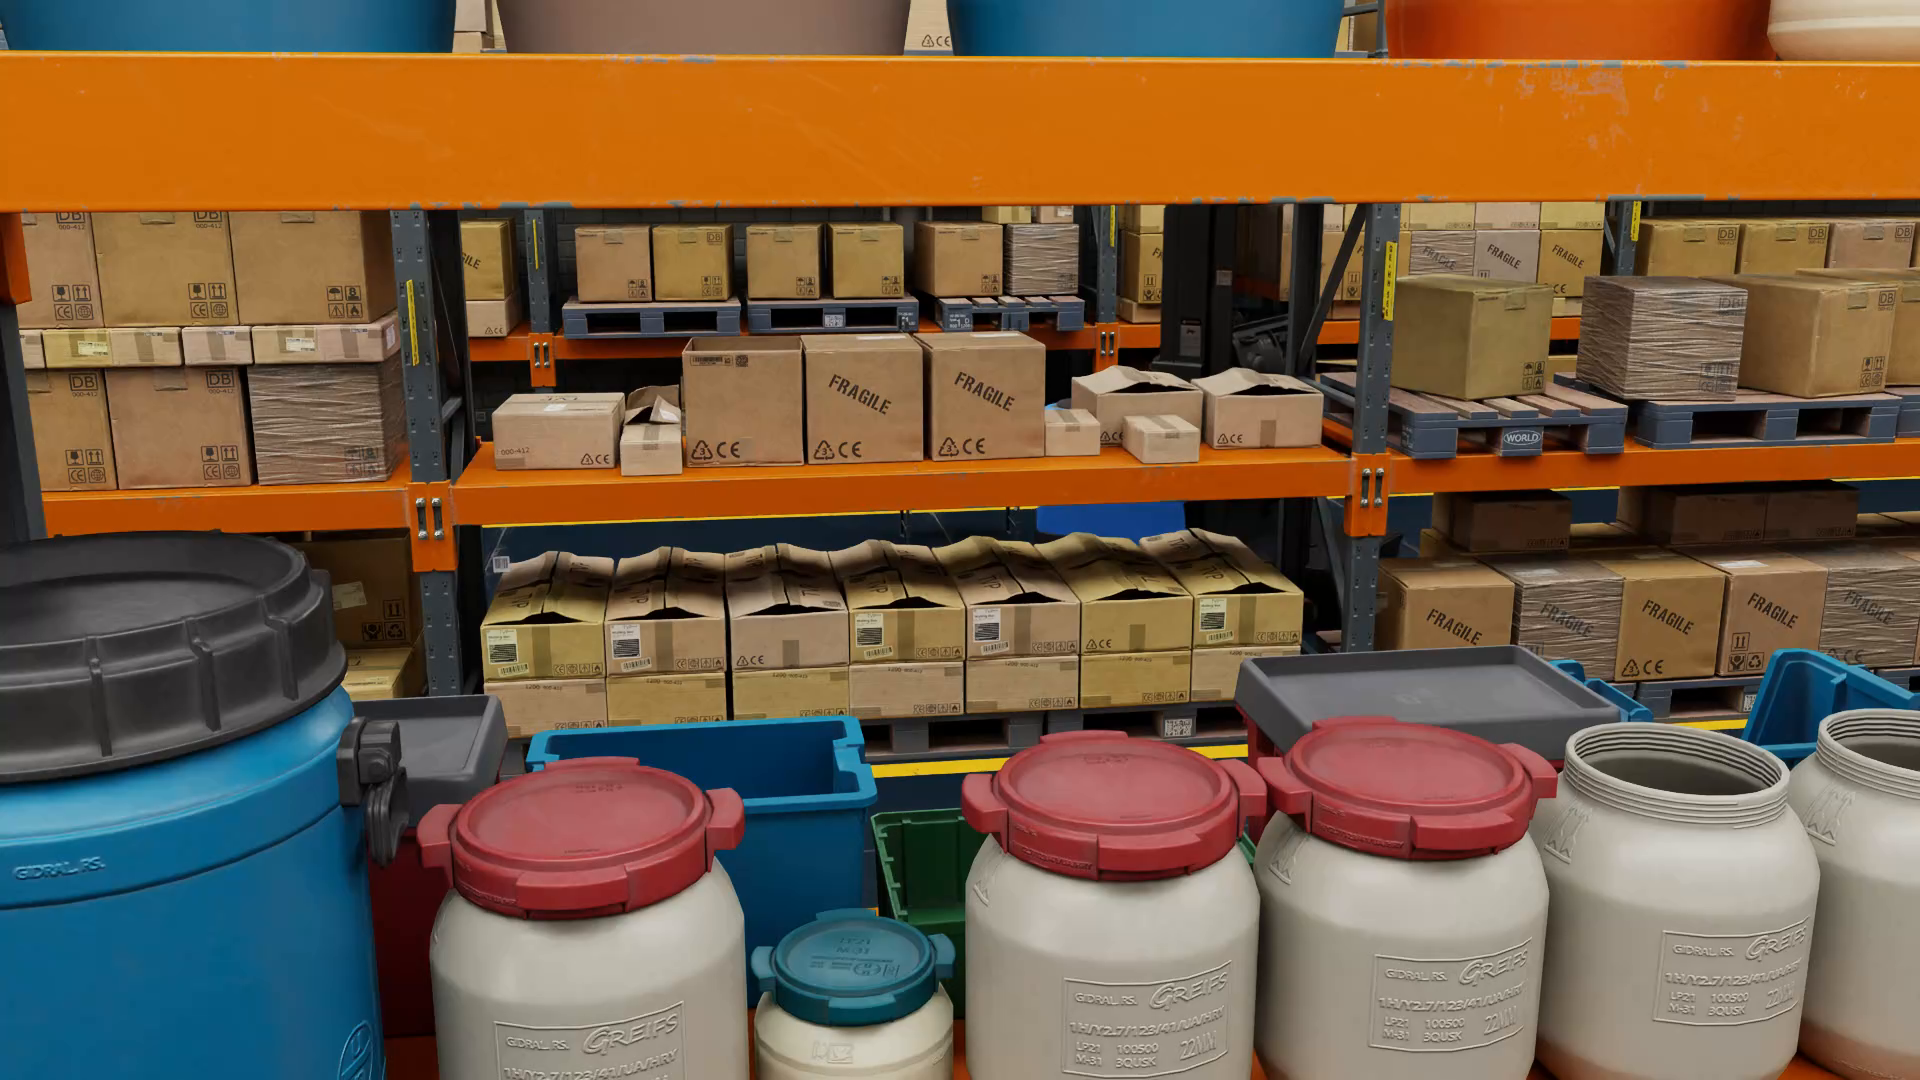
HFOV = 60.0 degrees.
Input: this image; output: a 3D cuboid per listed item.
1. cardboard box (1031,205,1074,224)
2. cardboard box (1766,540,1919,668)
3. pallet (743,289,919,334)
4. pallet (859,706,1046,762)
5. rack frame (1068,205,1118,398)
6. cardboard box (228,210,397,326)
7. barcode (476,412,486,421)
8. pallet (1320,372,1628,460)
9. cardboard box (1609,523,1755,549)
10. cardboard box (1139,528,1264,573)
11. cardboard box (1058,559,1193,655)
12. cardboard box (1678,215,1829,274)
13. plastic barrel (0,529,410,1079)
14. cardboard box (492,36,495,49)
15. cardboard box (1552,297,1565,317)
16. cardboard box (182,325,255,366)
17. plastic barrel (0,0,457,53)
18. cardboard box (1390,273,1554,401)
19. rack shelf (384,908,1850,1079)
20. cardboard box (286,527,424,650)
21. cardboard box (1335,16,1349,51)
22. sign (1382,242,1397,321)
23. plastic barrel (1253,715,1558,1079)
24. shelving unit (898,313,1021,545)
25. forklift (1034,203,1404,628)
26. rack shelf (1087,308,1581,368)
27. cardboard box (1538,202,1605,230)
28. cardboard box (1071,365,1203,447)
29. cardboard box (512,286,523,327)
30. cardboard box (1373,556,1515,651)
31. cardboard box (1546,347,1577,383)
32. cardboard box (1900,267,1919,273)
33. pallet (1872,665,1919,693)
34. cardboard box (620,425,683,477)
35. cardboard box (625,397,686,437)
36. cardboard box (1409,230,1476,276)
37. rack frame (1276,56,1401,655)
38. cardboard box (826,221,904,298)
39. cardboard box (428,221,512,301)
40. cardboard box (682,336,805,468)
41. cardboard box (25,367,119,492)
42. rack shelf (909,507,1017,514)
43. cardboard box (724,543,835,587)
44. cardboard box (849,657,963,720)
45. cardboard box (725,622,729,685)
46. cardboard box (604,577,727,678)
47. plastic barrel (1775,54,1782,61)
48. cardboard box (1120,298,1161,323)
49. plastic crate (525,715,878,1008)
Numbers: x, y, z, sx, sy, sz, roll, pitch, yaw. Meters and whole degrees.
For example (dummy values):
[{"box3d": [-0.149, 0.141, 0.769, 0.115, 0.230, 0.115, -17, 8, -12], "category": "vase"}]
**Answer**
[{"box3d": [0.656, -2.416, 12.247, 0.250, 0.149, 0.380, -4, 15, -16], "category": "cardboard box"}, {"box3d": [4.258, 0.307, 8.067, 0.500, 0.500, 0.500, -2, 14, -8], "category": "cardboard box"}, {"box3d": [-0.959, -1.685, 12.169, 1.213, 0.211, 1.003, -2, 14, -8], "category": "pallet"}, {"box3d": [-0.289, 0.748, 7.804, 1.213, 0.211, 1.003, -2, 14, -8], "category": "pallet"}, {"box3d": [0.993, -1.860, 12.471, 0.127, 3.000, 1.000, -2, 14, -8], "category": "rack frame"}, {"box3d": [-2.659, -1.183, 6.902, 0.500, 0.500, 0.700, -2, 14, -8], "category": "cardboard box"}, {"box3d": [-3.532, -0.909, 12.256, 0.075, 0.075, 0.001, -2, 14, -8], "category": "barcode"}, {"box3d": [2.394, -0.617, 7.908, 1.003, 0.211, 1.213, -2, 14, -8], "category": "pallet"}, {"box3d": [3.654, 0.201, 8.487, 0.500, 0.500, 0.500, -3, 14, -10], "category": "cardboard box"}, {"box3d": [1.173, 0.138, 8.141, 0.500, 0.311, 0.500, -2, 14, -6], "category": "cardboard box"}, {"box3d": [0.740, 0.288, 7.542, 0.500, 0.311, 0.500, -2, 14, -9], "category": "cardboard box"}, {"box3d": [6.209, -2.191, 13.175, 0.700, 0.700, 0.980, -2, 14, -10], "category": "cardboard box"}, {"box3d": [-1.060, 0.484, 2.095, 0.708, 0.901, 0.600, -2, 14, -8], "category": "plastic barrel"}, {"box3d": [-3.485, -3.271, 11.684, 0.500, 0.500, 0.500, -2, 14, -6], "category": "cardboard box"}, {"box3d": [4.410, -1.797, 12.697, 0.250, 0.149, 0.380, -2, 14, -7], "category": "cardboard box"}, {"box3d": [-2.961, -0.806, 6.732, 0.250, 0.149, 0.380, -3, 14, -10], "category": "cardboard box"}, {"box3d": [-1.016, -1.100, 2.246, 0.708, 0.901, 0.600, -2, 14, -8], "category": "plastic barrel"}, {"box3d": [2.340, -0.970, 7.856, 0.500, 0.500, 0.700, -7, 16, -27], "category": "cardboard box"}, {"box3d": [0.491, 0.945, 2.767, 4.000, 0.370, 1.077, -2, 14, -8], "category": "rack shelf"}, {"box3d": [-2.726, 0.185, 7.567, 0.500, 0.500, 0.500, -2, 14, -8], "category": "cardboard box"}, {"box3d": [2.529, -3.657, 12.360, 0.500, 0.500, 0.700, -1, 14, -5], "category": "cardboard box"}, {"box3d": [1.820, -1.096, 7.047, 0.005, 0.325, 0.100, -2, 14, -8], "category": "sign"}, {"box3d": [0.645, 0.578, 2.470, 0.433, 0.535, 0.433, 0, 14, 0], "category": "plastic barrel"}, {"box3d": [-0.007, -0.727, 11.038, 0.755, 1.500, 0.431, -2, 14, -8], "category": "shelving unit"}, {"box3d": [1.959, -1.078, 9.493, 3.031, 2.935, 1.130, 9, 17, 33], "category": "forklift"}, {"box3d": [2.970, -1.583, 12.847, 4.000, 0.370, 1.077, -2, 14, -8], "category": "rack shelf"}, {"box3d": [4.524, -2.492, 12.594, 0.500, 0.250, 0.500, -2, 14, -7], "category": "cardboard box"}, {"box3d": [0.821, -0.639, 7.787, 0.500, 0.311, 0.500, -2, 14, -9], "category": "cardboard box"}, {"box3d": [-3.459, -1.686, 12.046, 0.500, 0.250, 0.500, -2, 14, -8], "category": "cardboard box"}, {"box3d": [2.227, 0.383, 7.762, 0.500, 0.500, 0.500, -1, 14, -6], "category": "cardboard box"}, {"box3d": [4.325, -1.111, 13.040, 0.750, 0.750, 0.750, -2, 14, -8], "category": "cardboard box"}, {"box3d": [5.188, -1.102, 8.381, 0.500, 0.500, 0.700, -7, 16, -27], "category": "cardboard box"}, {"box3d": [4.891, 0.578, 8.483, 1.213, 0.211, 1.003, -2, 14, -8], "category": "pallet"}, {"box3d": [-1.314, -0.384, 7.104, 0.250, 0.149, 0.380, -2, 14, -8], "category": "cardboard box"}, {"box3d": [-2.237, -0.746, 12.265, 0.500, 0.500, 0.700, -2, 14, -6], "category": "cardboard box"}, {"box3d": [3.528, -2.093, 12.542, 0.500, 0.500, 0.500, -2, 14, -8], "category": "cardboard box"}, {"box3d": [1.734, -0.668, 7.720, 0.127, 3.000, 1.000, -2, 14, -8], "category": "rack frame"}, {"box3d": [-0.699, -2.052, 12.126, 0.500, 0.500, 0.700, -2, 14, -8], "category": "cardboard box"}, {"box3d": [-3.384, -1.924, 11.452, 0.500, 0.500, 0.500, -2, 14, -8], "category": "cardboard box"}, {"box3d": [-0.938, -0.615, 7.301, 0.500, 0.500, 0.500, -1, 14, -4], "category": "cardboard box"}, {"box3d": [-3.676, -0.516, 6.908, 0.500, 0.500, 0.700, -2, 14, -7], "category": "cardboard box"}, {"box3d": [-0.007, -0.411, 11.118, 0.720, 0.370, 0.431, -2, 14, -8], "category": "rack shelf"}, {"box3d": [-0.856, 0.213, 7.841, 0.500, 0.311, 0.500, -2, 14, -8], "category": "cardboard box"}, {"box3d": [-0.265, 0.596, 7.468, 0.500, 0.250, 0.500, -2, 14, -7], "category": "cardboard box"}, {"box3d": [-1.354, 0.504, 7.835, 0.500, 0.250, 0.500, -2, 14, -9], "category": "cardboard box"}, {"box3d": [-1.280, 0.363, 7.245, 0.500, 0.311, 0.500, -2, 14, -9], "category": "cardboard box"}, {"box3d": [1.624, -1.197, 2.632, 0.600, 0.901, 0.600, 0, 14, 0], "category": "plastic barrel"}, {"box3d": [1.353, -1.704, 12.324, 0.250, 0.149, 0.380, -2, 14, -9], "category": "cardboard box"}, {"box3d": [-0.442, 0.561, 2.850, 0.575, 0.384, 0.392, -2, 14, -8], "category": "plastic crate"}]
